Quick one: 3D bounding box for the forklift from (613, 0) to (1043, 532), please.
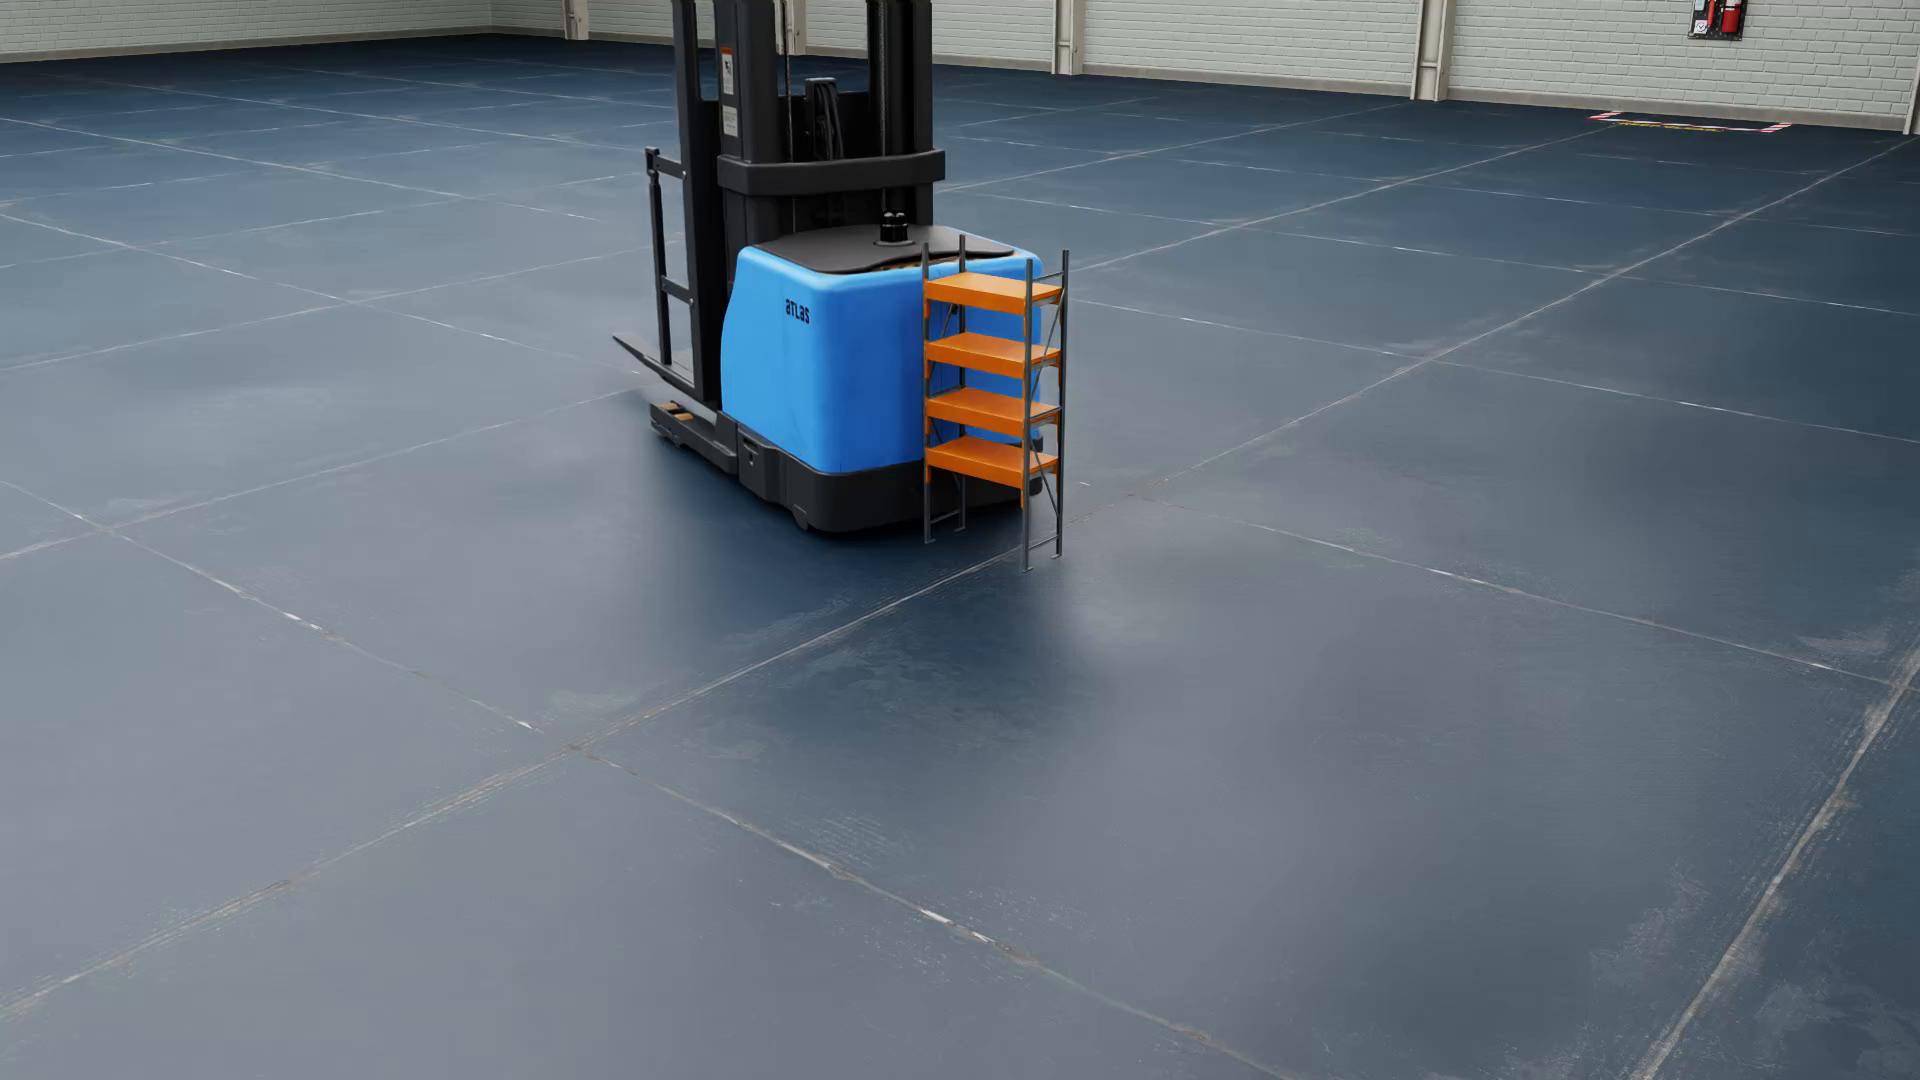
[{"bbox_3d":[-0.826,-1.874,7.484,1.130,2.935,3.031,-12,24,-28],"label":"forklift"}]

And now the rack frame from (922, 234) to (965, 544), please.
[{"bbox_3d":[-0.060,-0.579,6.503,0.015,1.200,0.240,16,26,36],"label":"rack frame"}]

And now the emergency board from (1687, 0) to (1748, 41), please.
[{"bbox_3d":[9.087,-6.582,19.872,0.643,1.169,0.194,16,26,36],"label":"emergency board"}]

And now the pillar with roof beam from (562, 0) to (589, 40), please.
[{"bbox_3d":[-10.338,-13.005,28.402,0.400,9.000,9.100,16,26,36],"label":"pillar with roof beam"}]

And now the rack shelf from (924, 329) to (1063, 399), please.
[{"bbox_3d":[0.128,-0.671,6.303,0.480,0.148,0.258,16,26,36],"label":"rack shelf"}]

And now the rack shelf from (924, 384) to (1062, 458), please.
[{"bbox_3d":[0.128,-0.461,6.382,0.480,0.148,0.258,16,26,36],"label":"rack shelf"}]

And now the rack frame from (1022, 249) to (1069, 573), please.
[{"bbox_3d":[0.317,-0.470,6.213,0.015,1.200,0.240,16,26,36],"label":"rack frame"}]

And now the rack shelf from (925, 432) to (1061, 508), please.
[{"bbox_3d":[0.129,-0.276,6.452,0.480,0.148,0.258,16,26,36],"label":"rack shelf"}]

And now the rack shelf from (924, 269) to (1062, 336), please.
[{"bbox_3d":[0.128,-0.892,6.220,0.480,0.148,0.258,16,26,36],"label":"rack shelf"}]

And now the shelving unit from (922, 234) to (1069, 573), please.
[{"bbox_3d":[0.128,-0.524,6.358,0.503,1.200,0.258,16,26,36],"label":"shelving unit"}]

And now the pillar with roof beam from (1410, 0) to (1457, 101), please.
[{"bbox_3d":[3.607,-8.989,17.753,0.400,9.000,9.100,16,26,36],"label":"pillar with roof beam"}]

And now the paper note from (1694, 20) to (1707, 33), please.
[{"bbox_3d":[8.993,-6.228,20.182,0.142,0.148,0.016,16,26,36],"label":"paper note"}]

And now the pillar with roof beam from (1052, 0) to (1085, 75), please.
[{"bbox_3d":[-1.042,-10.328,21.302,0.400,9.000,9.100,16,26,36],"label":"pillar with roof beam"}]

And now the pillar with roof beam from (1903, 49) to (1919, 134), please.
[{"bbox_3d":[8.255,-7.651,14.203,0.400,9.000,9.100,16,26,36],"label":"pillar with roof beam"}]

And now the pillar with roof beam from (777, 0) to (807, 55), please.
[{"bbox_3d":[-5.690,-11.667,24.852,0.400,9.000,9.100,16,26,36],"label":"pillar with roof beam"}]
